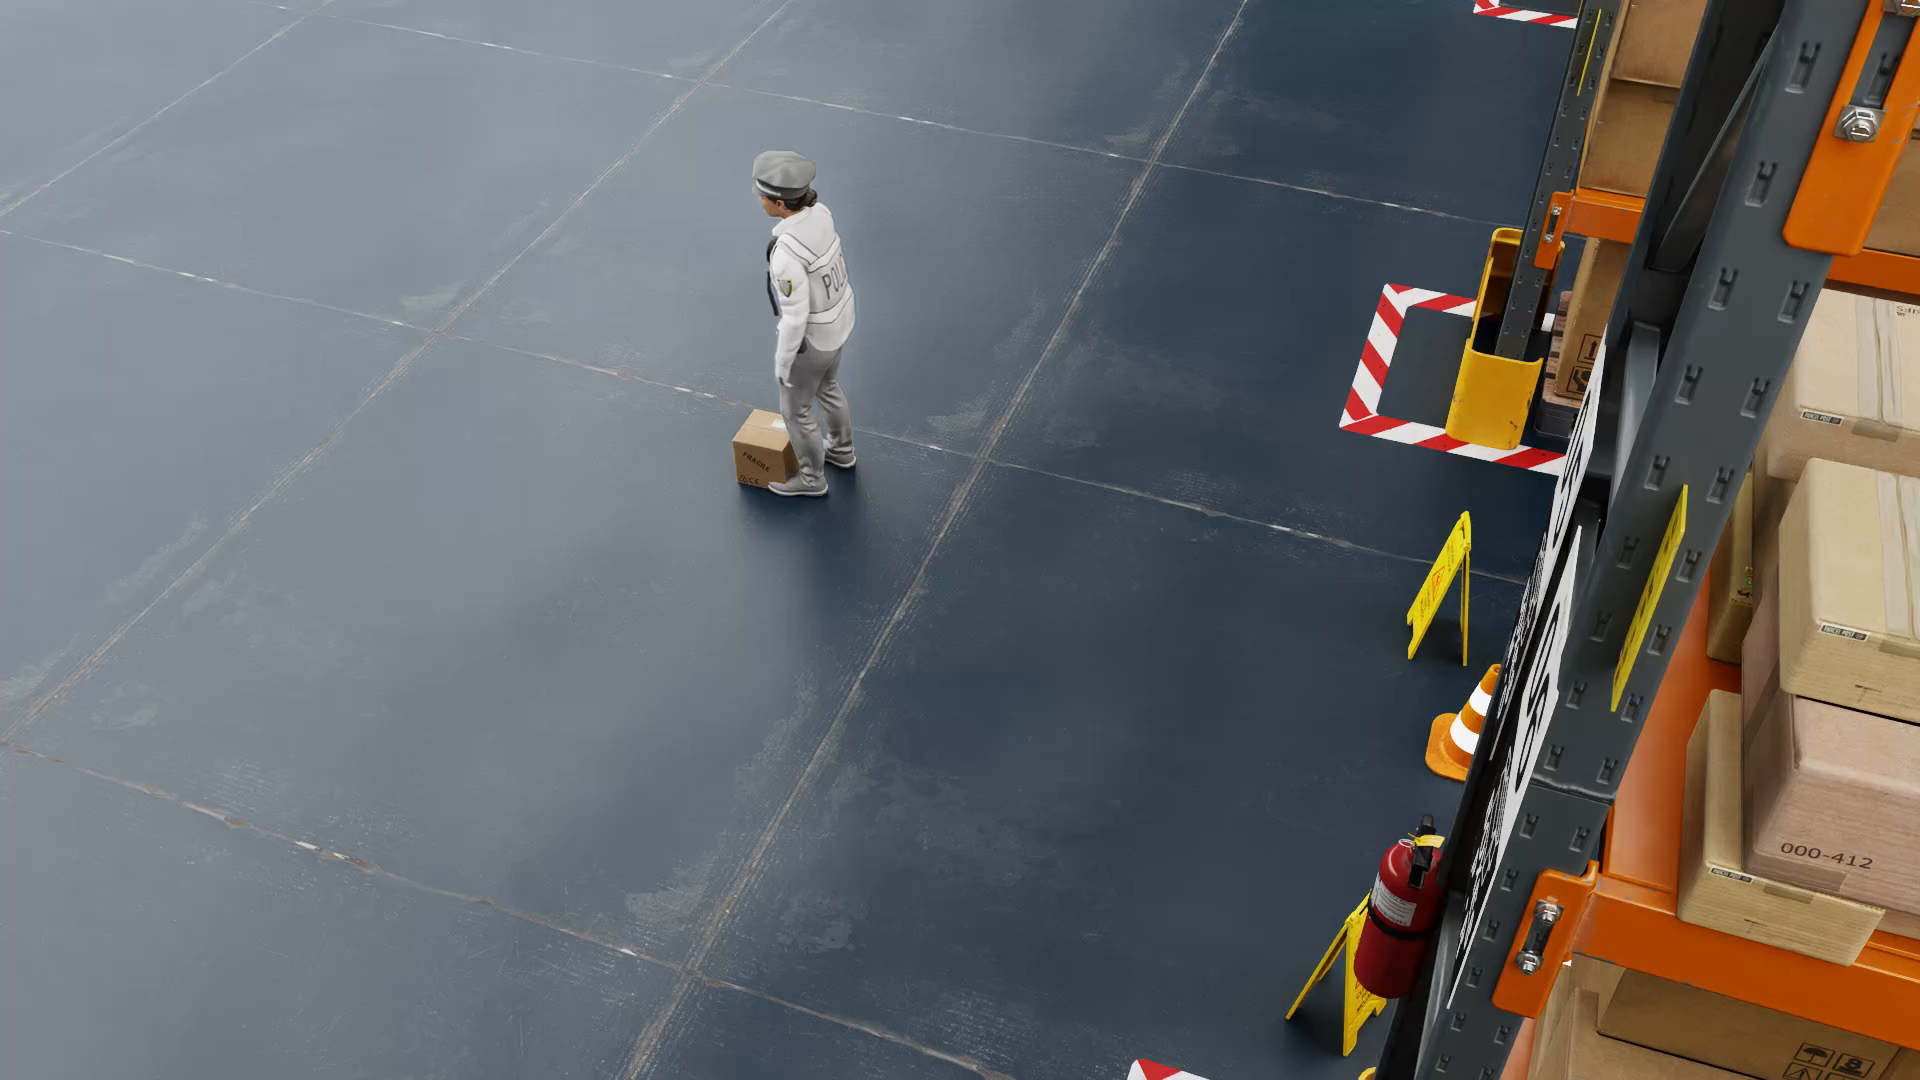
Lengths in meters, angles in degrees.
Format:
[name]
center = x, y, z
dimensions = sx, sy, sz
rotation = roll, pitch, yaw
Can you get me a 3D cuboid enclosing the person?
[person]
center = -0.669, -0.888, 7.149
dimensions = 0.409, 1.667, 0.547
rotation = 12, 43, 13
